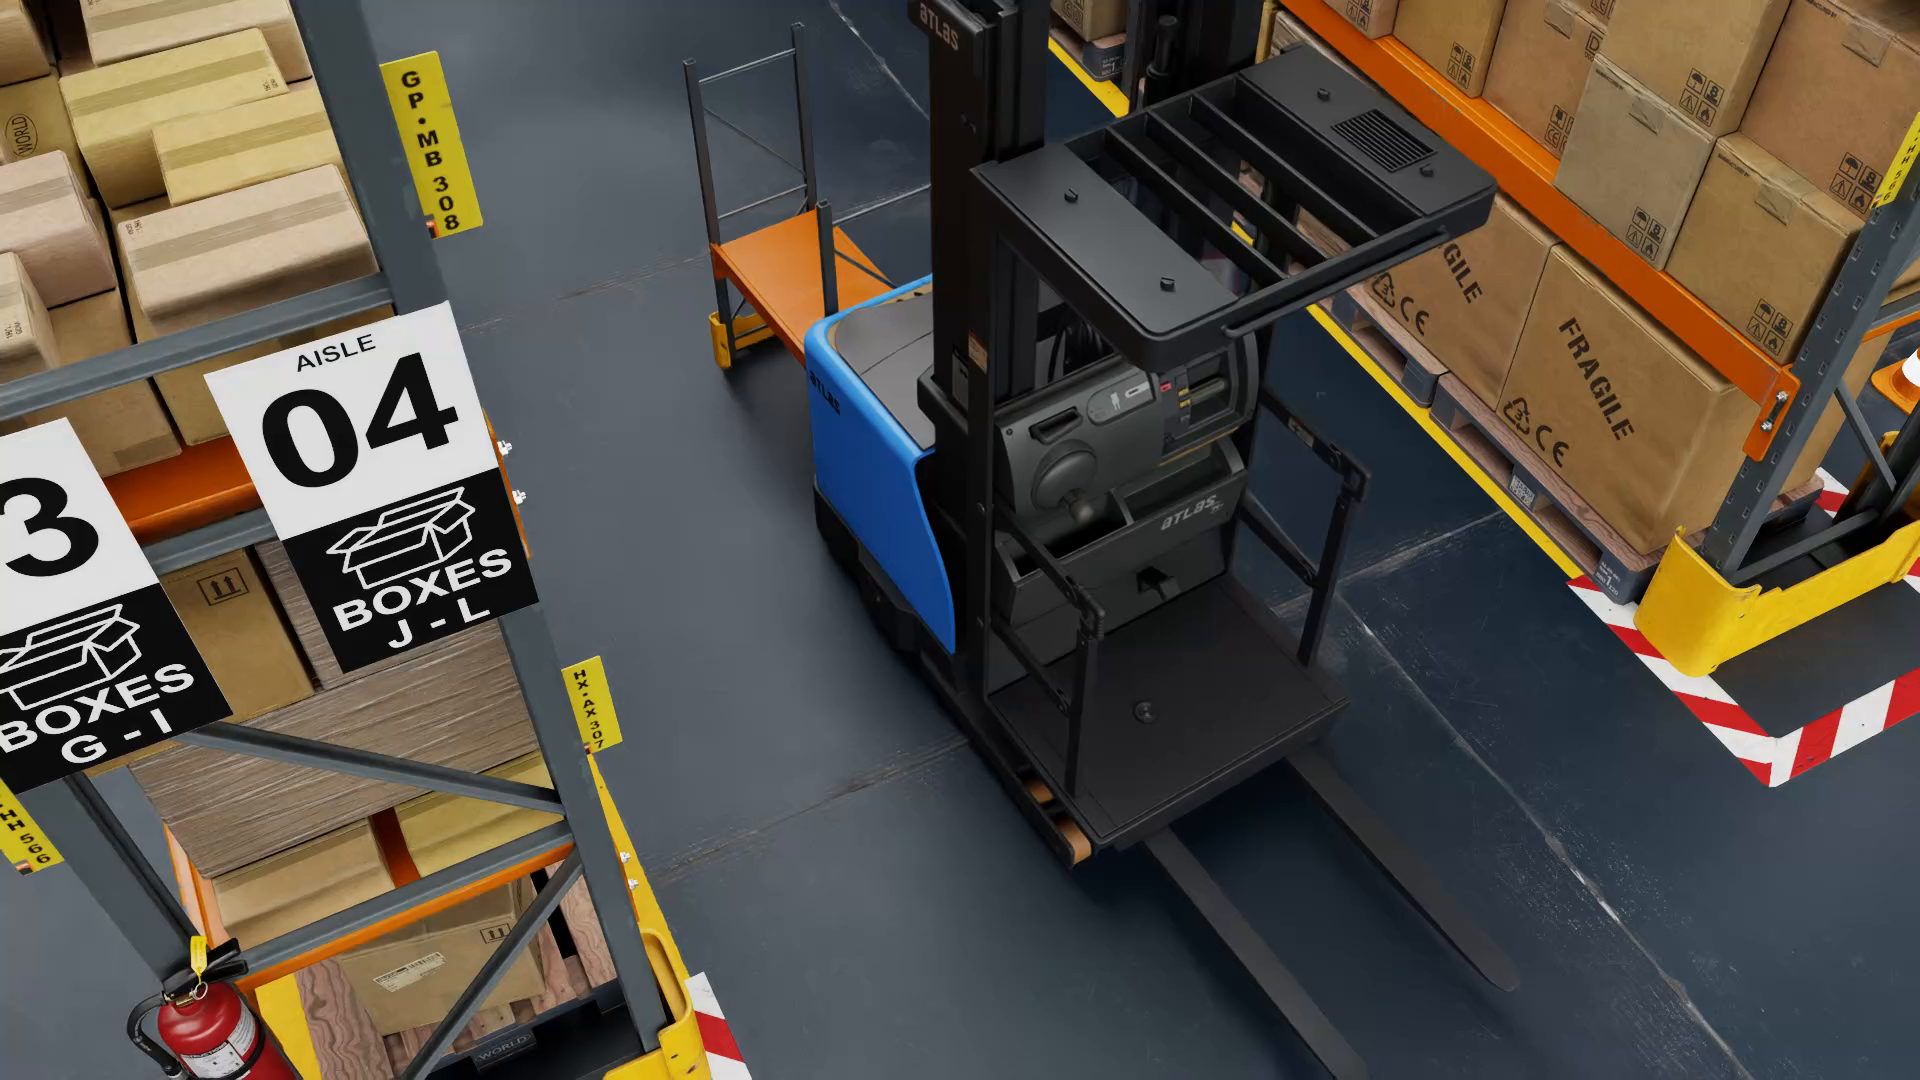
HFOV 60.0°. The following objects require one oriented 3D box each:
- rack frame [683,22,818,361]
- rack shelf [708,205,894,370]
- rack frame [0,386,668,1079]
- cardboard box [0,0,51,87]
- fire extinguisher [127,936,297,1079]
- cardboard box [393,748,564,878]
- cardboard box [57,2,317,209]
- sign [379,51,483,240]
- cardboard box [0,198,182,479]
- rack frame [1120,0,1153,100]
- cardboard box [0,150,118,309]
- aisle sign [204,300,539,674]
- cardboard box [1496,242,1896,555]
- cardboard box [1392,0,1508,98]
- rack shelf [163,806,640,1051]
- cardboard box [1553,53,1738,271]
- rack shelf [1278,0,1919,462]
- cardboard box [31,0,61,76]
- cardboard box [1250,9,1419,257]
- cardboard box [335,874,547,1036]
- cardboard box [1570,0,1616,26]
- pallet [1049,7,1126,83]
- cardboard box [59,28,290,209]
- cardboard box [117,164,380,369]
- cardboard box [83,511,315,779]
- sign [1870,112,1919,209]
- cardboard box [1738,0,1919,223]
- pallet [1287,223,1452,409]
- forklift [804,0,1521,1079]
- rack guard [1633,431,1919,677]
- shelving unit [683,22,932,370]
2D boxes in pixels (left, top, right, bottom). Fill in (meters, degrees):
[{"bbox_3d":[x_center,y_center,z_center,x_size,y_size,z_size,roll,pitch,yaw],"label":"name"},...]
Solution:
[{"bbox_3d":[-0.818,-1.387,6.860,0.500,1.500,0.032,-26,54,-21],"label":"rack frame"},{"bbox_3d":[-0.545,-0.946,6.713,0.538,0.185,1.000,-26,54,-21],"label":"rack shelf"},{"bbox_3d":[-1.315,0.850,3.907,1.000,3.000,0.127,-21,52,-18],"label":"rack frame"},{"bbox_3d":[-2.095,-1.026,3.389,0.380,0.149,0.250,-21,52,-17],"label":"cardboard box"},{"bbox_3d":[-1.672,1.111,3.730,0.296,0.674,0.183,-21,52,-18],"label":"fire extinguisher"},{"bbox_3d":[-1.233,0.660,4.240,0.380,0.149,0.250,-21,52,-18],"label":"cardboard box"},{"bbox_3d":[-1.547,-0.843,3.494,0.500,0.250,0.500,-22,52,-18],"label":"cardboard box"},{"bbox_3d":[-0.832,-0.612,2.612,0.100,0.325,0.005,-21,52,-18],"label":"sign"},{"bbox_3d":[-1.761,-0.324,3.040,0.500,0.250,0.500,-20,52,-17],"label":"cardboard box"},{"bbox_3d":[1.311,-3.468,7.683,1.000,3.000,0.127,-21,52,-18],"label":"rack frame"},{"bbox_3d":[-1.734,-0.513,2.940,0.380,0.149,0.250,-23,53,-19],"label":"cardboard box"},{"bbox_3d":[-1.020,-0.068,2.982,0.394,0.787,0.004,-21,52,-18],"label":"aisle sign"},{"bbox_3d":[2.773,-0.661,6.360,0.875,0.875,0.875,-21,52,-17],"label":"cardboard box"},{"bbox_3d":[2.237,-2.192,6.468,0.875,0.550,0.500,-21,52,-18],"label":"cardboard box"},{"bbox_3d":[-2.230,-0.252,5.348,1.077,0.370,4.000,-21,52,-18],"label":"rack shelf"},{"bbox_3d":[2.661,-1.434,5.804,0.875,0.550,0.550,-21,52,-18],"label":"cardboard box"},{"bbox_3d":[2.227,-1.893,6.783,1.077,0.370,4.000,-21,52,-18],"label":"rack shelf"},{"bbox_3d":[-2.219,-1.003,3.634,0.500,0.250,0.500,-20,52,-17],"label":"cardboard box"},{"bbox_3d":[1.953,-1.860,7.409,0.875,0.875,0.875,-21,52,-17],"label":"cardboard box"},{"bbox_3d":[-1.586,1.111,5.060,0.500,0.500,0.500,-13,50,-11],"label":"cardboard box"},{"bbox_3d":[2.537,-2.216,5.771,0.875,0.550,0.550,-21,52,-18],"label":"cardboard box"},{"bbox_3d":[0.891,-3.041,9.162,1.003,0.211,1.213,-21,52,-18],"label":"pallet"},{"bbox_3d":[-1.493,-0.817,3.206,0.380,0.149,0.250,-22,52,-18],"label":"cardboard box"},{"bbox_3d":[-1.235,-0.484,2.915,0.380,0.149,0.250,-22,52,-18],"label":"cardboard box"},{"bbox_3d":[-1.786,0.107,3.628,0.500,0.500,0.500,-21,52,-18],"label":"cardboard box"},{"bbox_3d":[2.653,-1.073,4.661,0.100,0.325,0.005,-21,52,-18],"label":"sign"},{"bbox_3d":[3.006,-1.458,5.108,0.875,0.550,0.550,-21,52,-18],"label":"cardboard box"},{"bbox_3d":[2.152,-1.197,7.549,1.003,0.211,1.213,-21,52,-18],"label":"pallet"},{"bbox_3d":[0.644,-0.273,4.934,1.130,2.935,3.031,-26,54,-21],"label":"forklift"},{"bbox_3d":[3.153,0.048,6.269,1.175,0.500,0.348,-21,52,-18],"label":"rack guard"},{"bbox_3d":[-0.549,-1.070,6.582,0.587,1.500,1.083,-26,54,-21],"label":"shelving unit"}]
